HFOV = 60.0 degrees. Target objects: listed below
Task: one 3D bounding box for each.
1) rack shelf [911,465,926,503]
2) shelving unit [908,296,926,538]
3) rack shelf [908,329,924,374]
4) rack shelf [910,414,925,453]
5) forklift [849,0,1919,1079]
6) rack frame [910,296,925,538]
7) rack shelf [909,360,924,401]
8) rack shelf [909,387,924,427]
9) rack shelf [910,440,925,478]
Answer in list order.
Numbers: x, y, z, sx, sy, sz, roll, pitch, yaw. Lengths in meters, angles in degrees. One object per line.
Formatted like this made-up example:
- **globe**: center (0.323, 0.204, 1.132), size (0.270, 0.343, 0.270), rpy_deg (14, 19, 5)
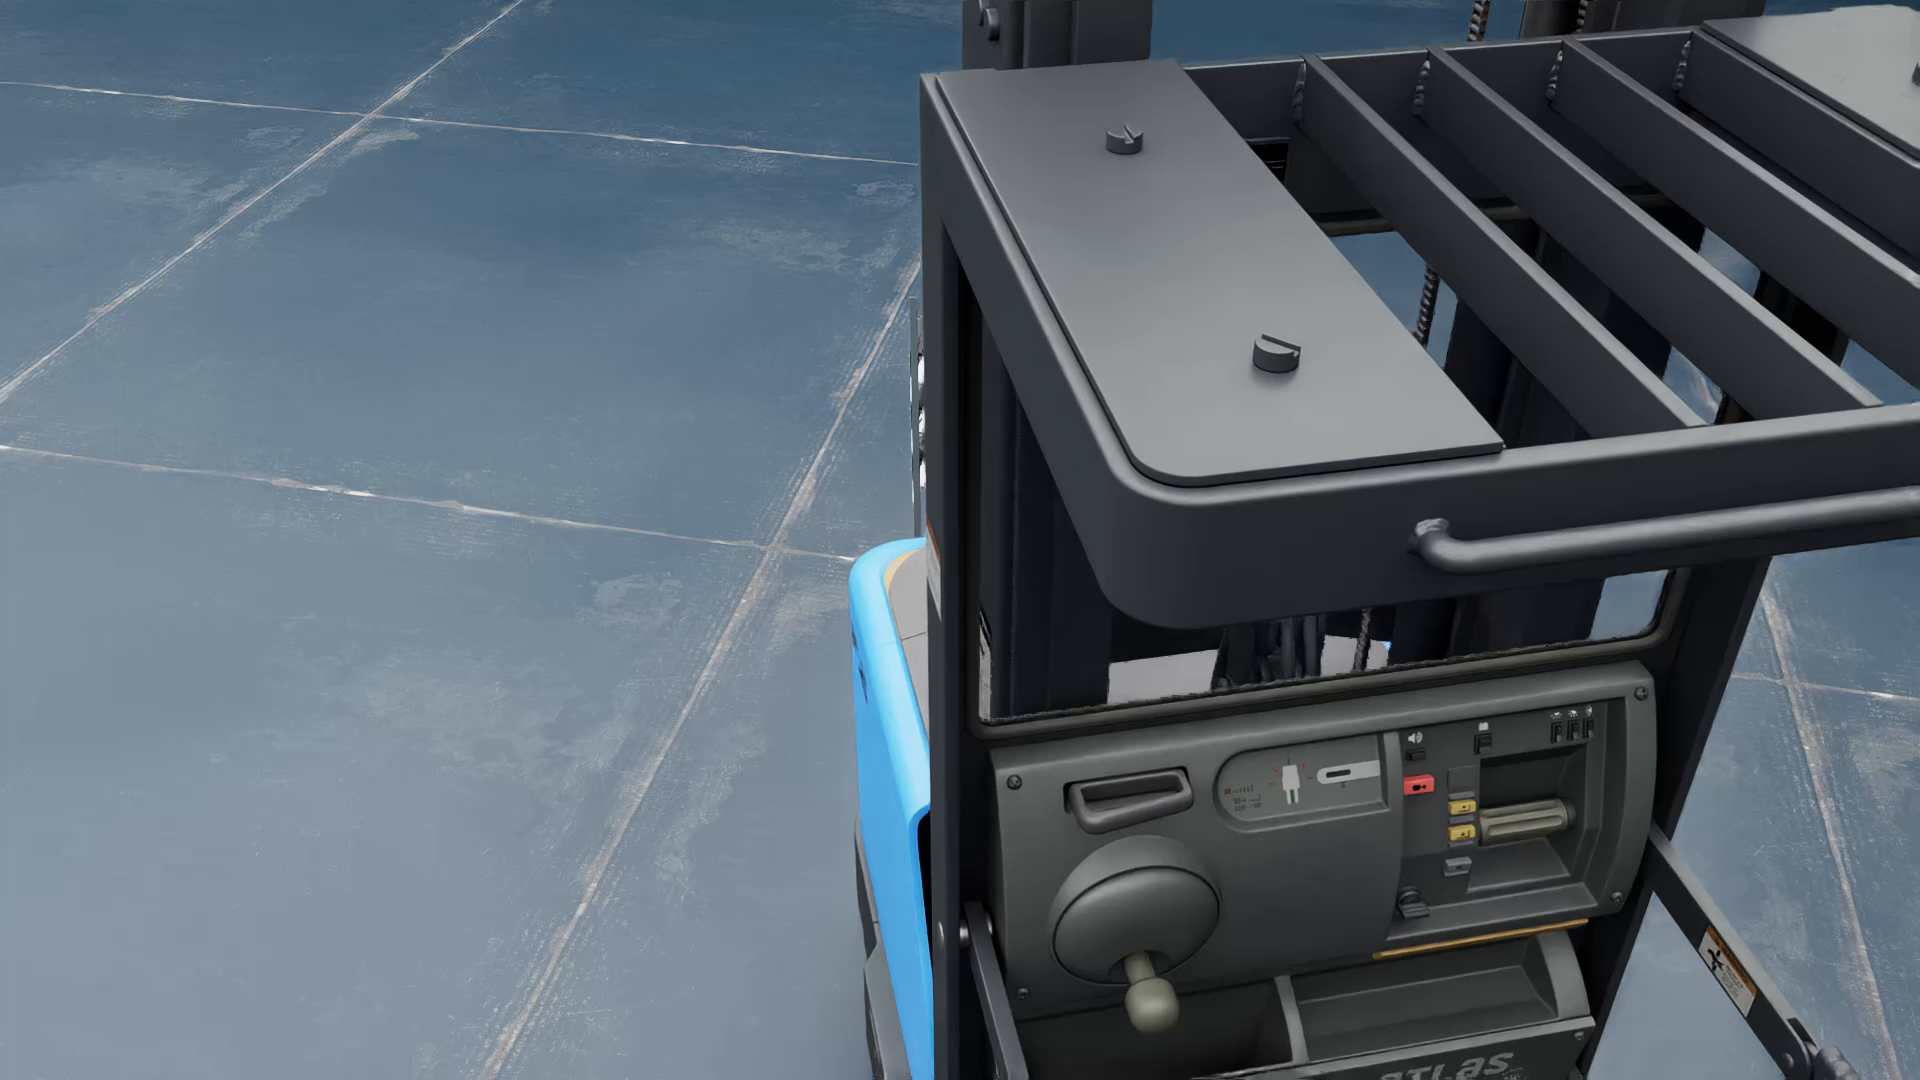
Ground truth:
- **rack shelf**: center (-0.002, -0.187, 5.105), size (0.258, 0.077, 0.200), rpy_deg (7, 37, 10)
- **shelving unit**: center (-0.002, -0.360, 4.980), size (0.258, 0.900, 0.210), rpy_deg (7, 37, 10)
- **rack shelf**: center (-0.002, -0.551, 4.841), size (0.258, 0.077, 0.200), rpy_deg (7, 37, 10)
- **rack shelf**: center (-0.002, -0.333, 4.999), size (0.258, 0.077, 0.200), rpy_deg (7, 37, 10)
- **forklift**: center (0.550, 0.482, 2.087), size (1.130, 2.935, 3.031), rpy_deg (-7, 36, -9)
- **rack frame**: center (-0.023, -0.301, 4.899), size (0.240, 0.900, 0.006), rpy_deg (7, 37, 10)
- **rack shelf**: center (-0.002, -0.478, 4.893), size (0.258, 0.077, 0.200), rpy_deg (7, 37, 10)
- **rack shelf**: center (-0.002, -0.406, 4.946), size (0.258, 0.077, 0.200), rpy_deg (7, 37, 10)
- **rack shelf**: center (-0.002, -0.260, 5.052), size (0.258, 0.077, 0.200), rpy_deg (7, 37, 10)
